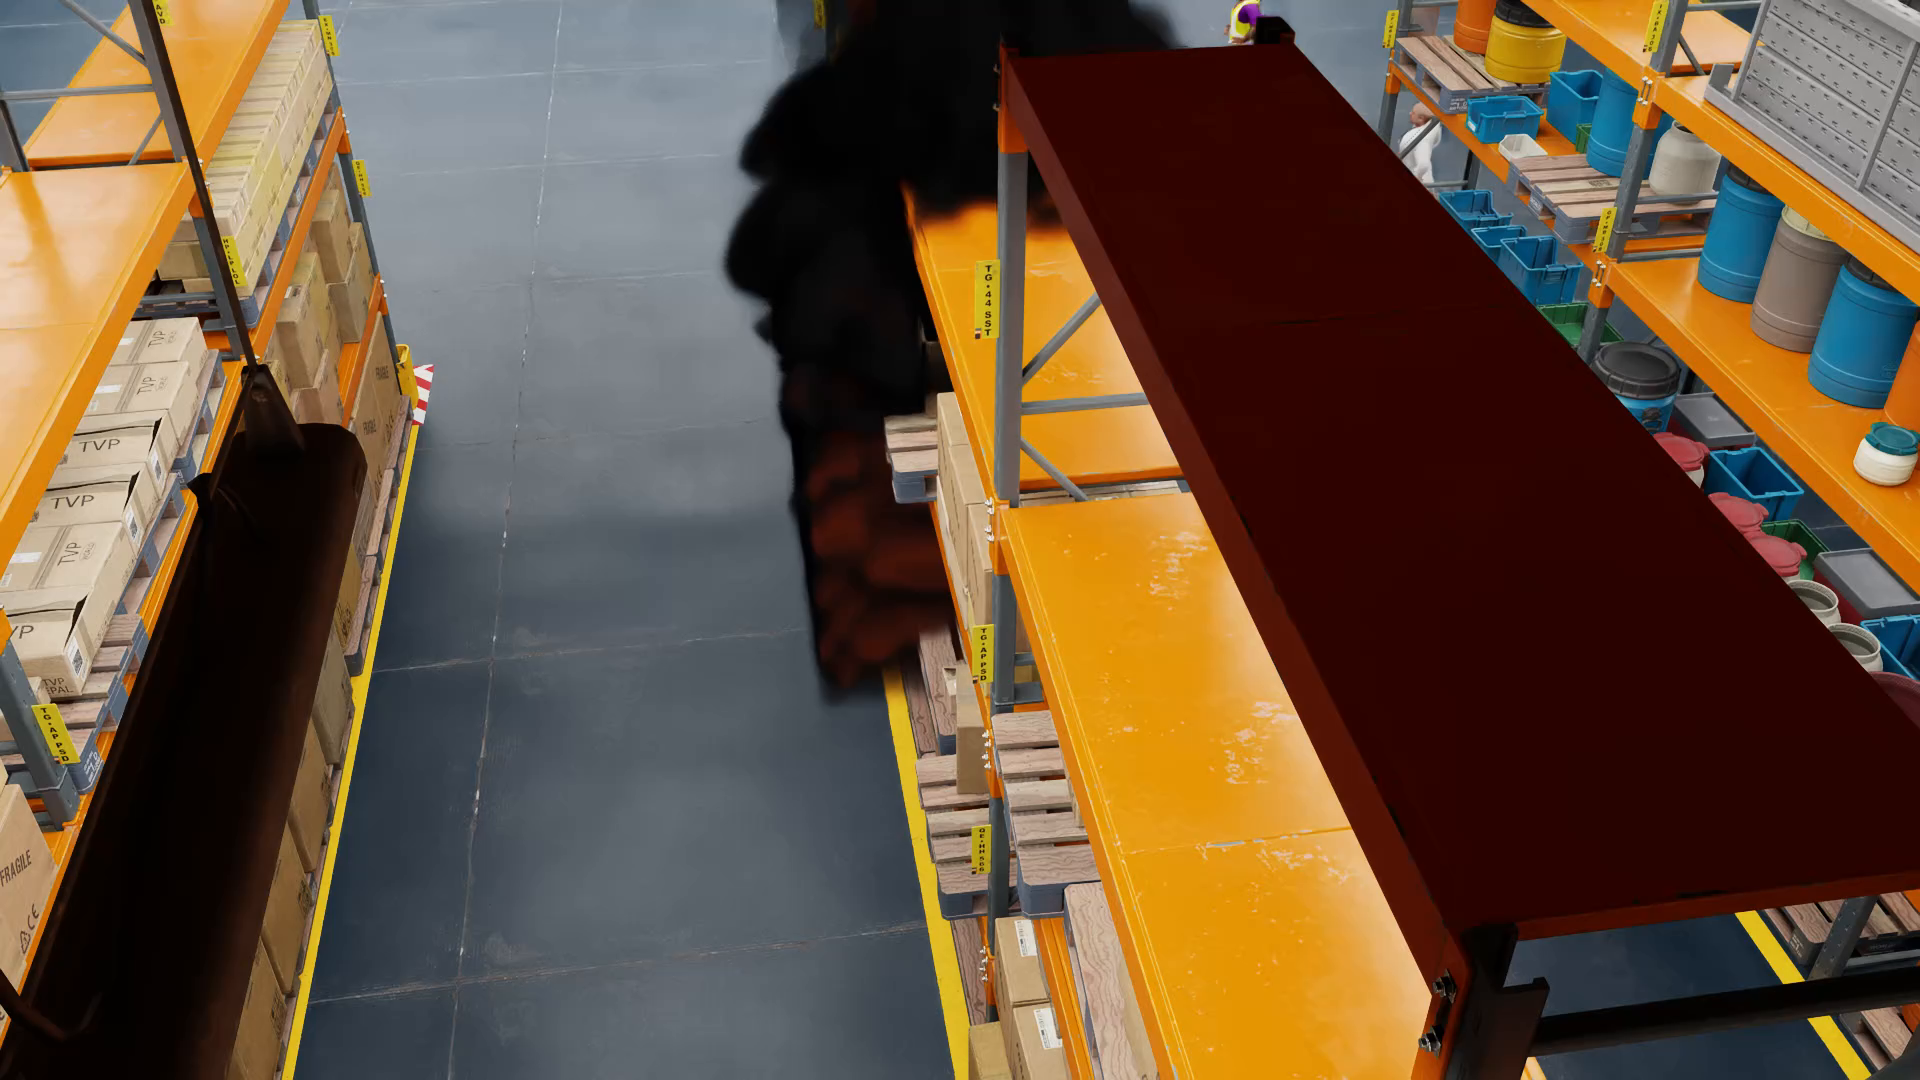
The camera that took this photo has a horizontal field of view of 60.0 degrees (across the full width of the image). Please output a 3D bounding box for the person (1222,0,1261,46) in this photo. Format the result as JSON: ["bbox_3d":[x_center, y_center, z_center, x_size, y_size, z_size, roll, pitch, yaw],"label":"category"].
[{"bbox_3d":[3.472,-6.027,20.220,0.739,1.739,0.707,6,37,8],"label":"person"}]

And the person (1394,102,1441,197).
[{"bbox_3d":[4.570,-3.622,16.890,0.991,1.781,0.764,26,44,31],"label":"person"}]
